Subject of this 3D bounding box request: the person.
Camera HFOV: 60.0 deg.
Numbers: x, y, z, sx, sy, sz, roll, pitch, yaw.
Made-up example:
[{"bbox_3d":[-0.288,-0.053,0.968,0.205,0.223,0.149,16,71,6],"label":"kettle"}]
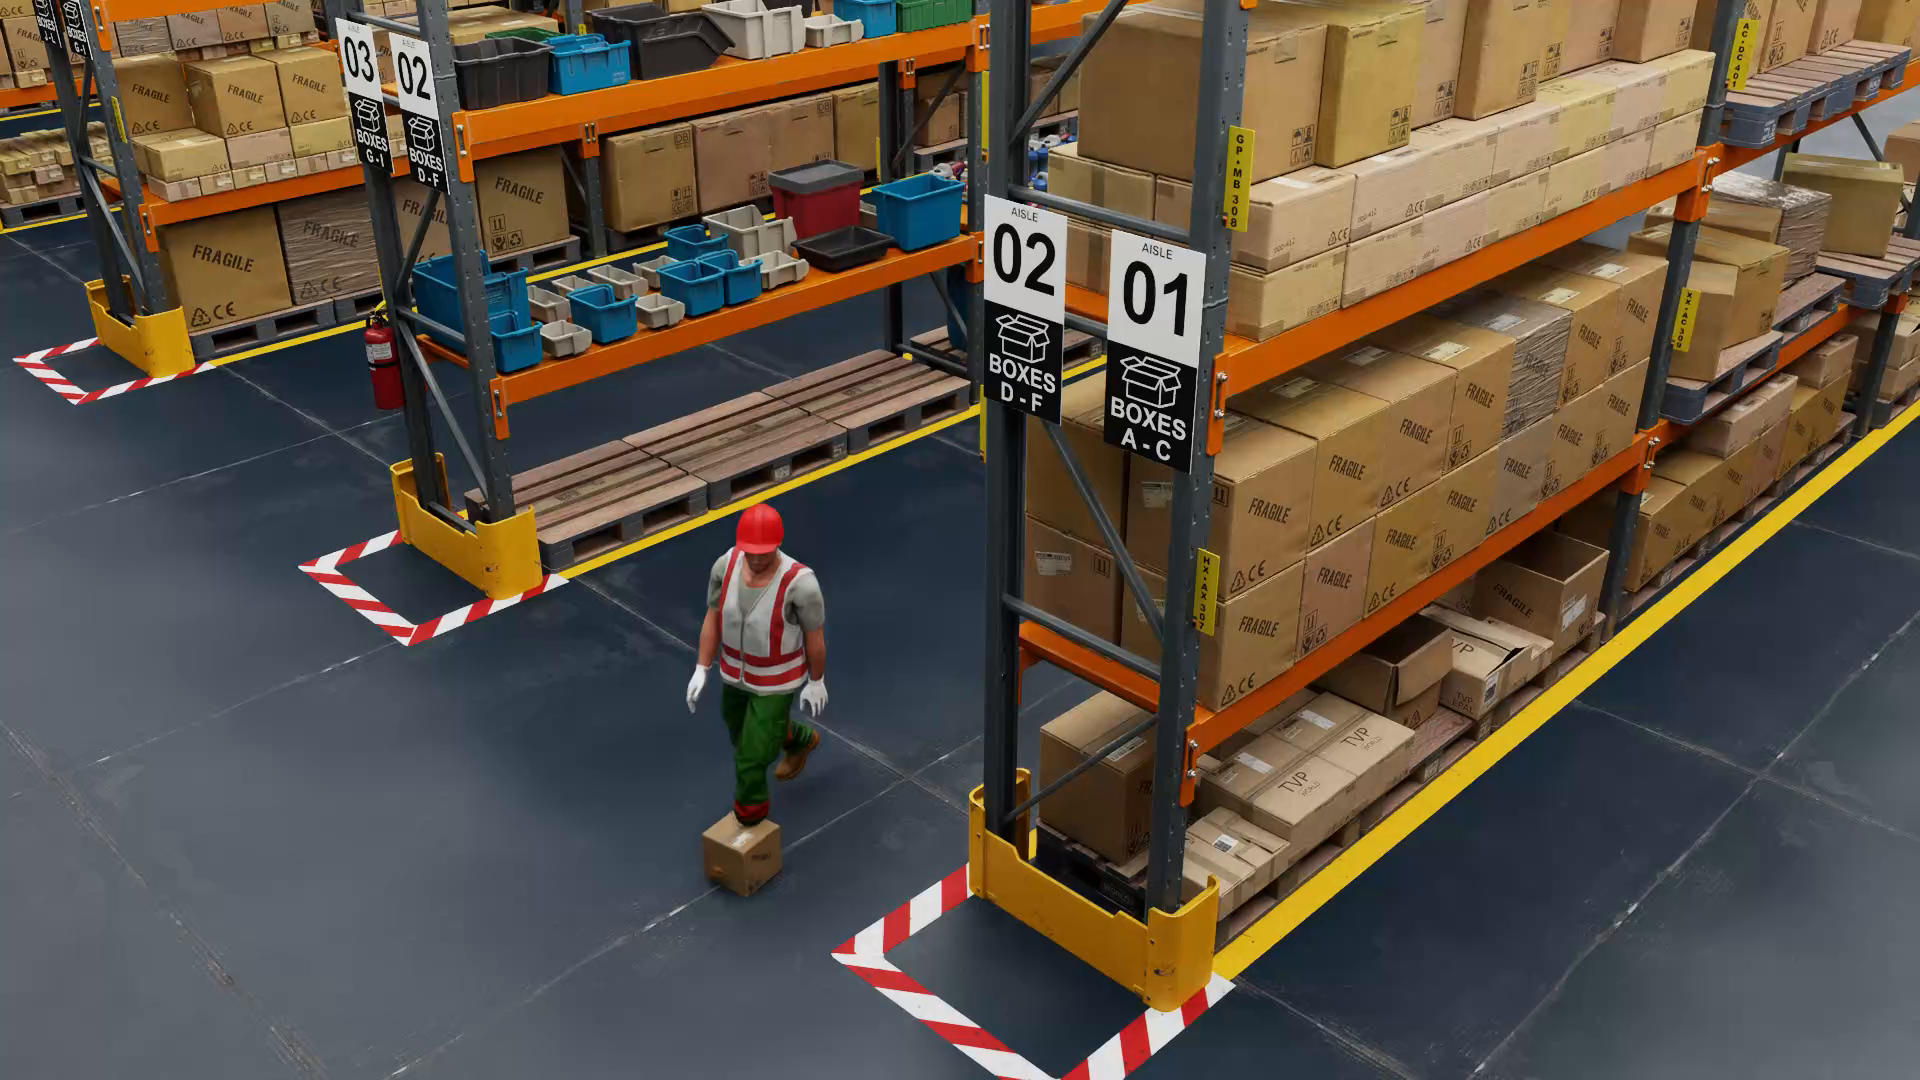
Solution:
[{"bbox_3d":[-0.853,0.594,7.441,0.542,1.737,0.949,16,31,28],"label":"person"}]
